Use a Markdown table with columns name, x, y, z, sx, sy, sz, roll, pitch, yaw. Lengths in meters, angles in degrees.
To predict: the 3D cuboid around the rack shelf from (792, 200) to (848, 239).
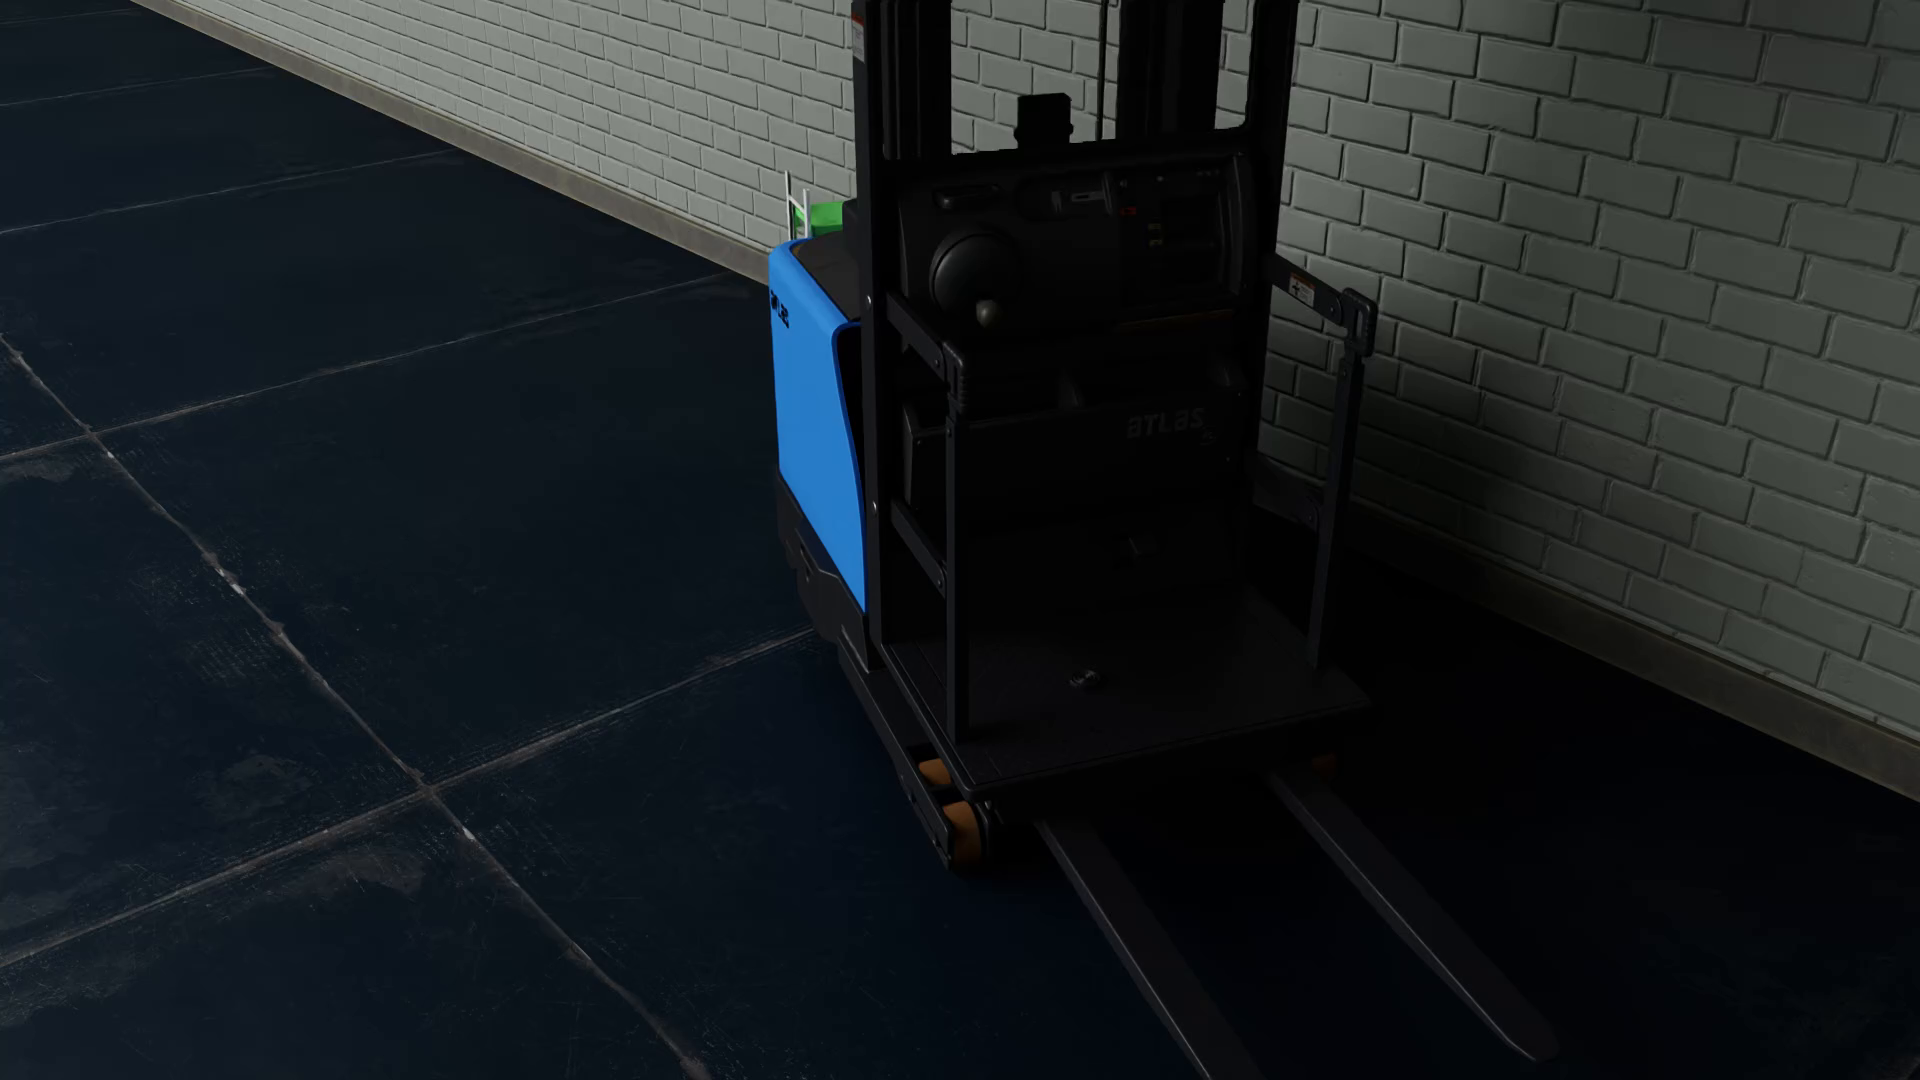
| name | x | y | z | sx | sy | sz | roll | pitch | yaw |
| --- | --- | --- | --- | --- | --- | --- | --- | --- | --- |
| rack shelf | -0.286 | -1.017 | 5.424 | 0.480 | 0.148 | 0.258 | -10 | 30 | -18 |

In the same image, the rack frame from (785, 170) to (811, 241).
| name | x | y | z | sx | sy | sz | roll | pitch | yaw |
| --- | --- | --- | --- | --- | --- | --- | --- | --- | --- |
| rack frame | -0.515 | -0.610 | 5.546 | 0.015 | 1.200 | 0.240 | -10 | 30 | -18 |

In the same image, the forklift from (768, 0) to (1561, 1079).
| name | x | y | z | sx | sy | sz | roll | pitch | yaw |
| --- | --- | --- | --- | --- | --- | --- | --- | --- | --- |
| forklift | 0.369 | -0.694 | 3.865 | 1.130 | 2.935 | 3.031 | -10 | 30 | -17 |

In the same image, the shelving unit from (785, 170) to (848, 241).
| name | x | y | z | sx | sy | sz | roll | pitch | yaw |
| --- | --- | --- | --- | --- | --- | --- | --- | --- | --- |
| shelving unit | -0.286 | -0.650 | 5.620 | 0.503 | 1.200 | 0.258 | -10 | 30 | -18 |
